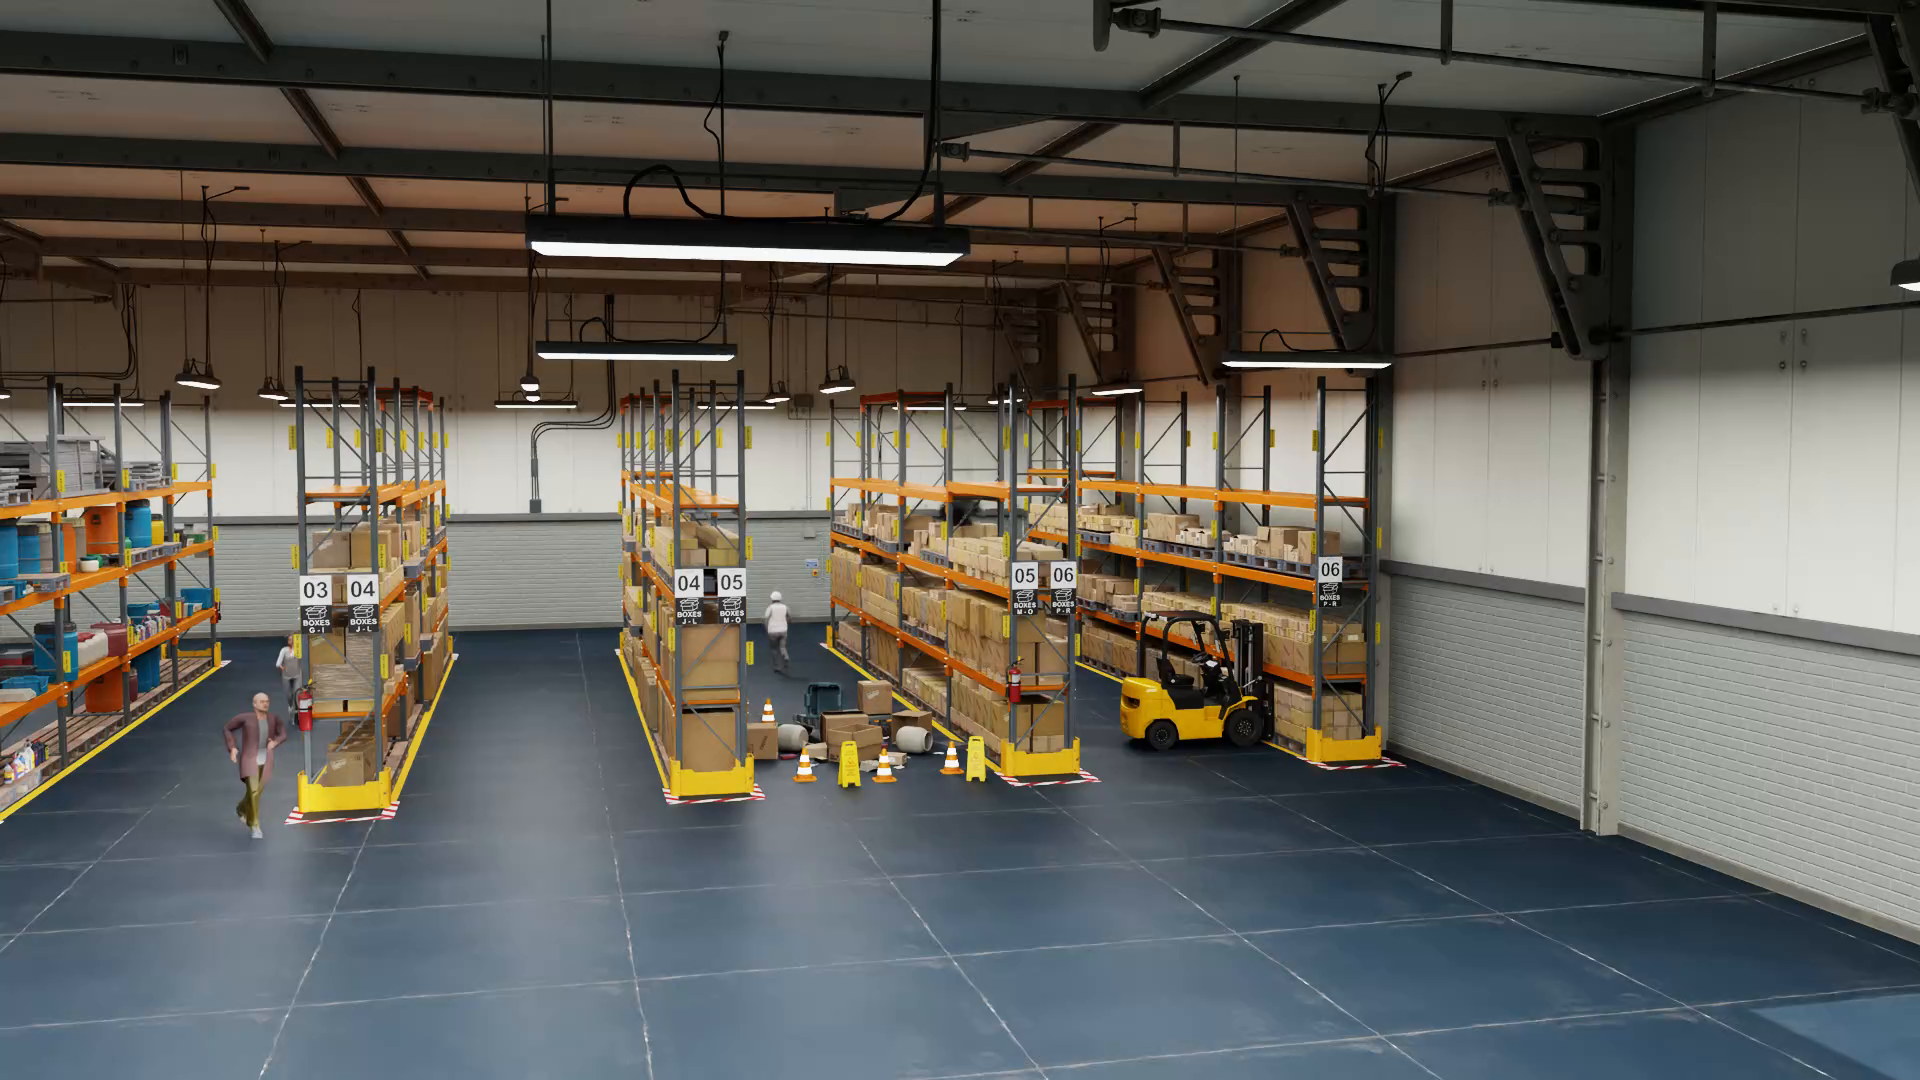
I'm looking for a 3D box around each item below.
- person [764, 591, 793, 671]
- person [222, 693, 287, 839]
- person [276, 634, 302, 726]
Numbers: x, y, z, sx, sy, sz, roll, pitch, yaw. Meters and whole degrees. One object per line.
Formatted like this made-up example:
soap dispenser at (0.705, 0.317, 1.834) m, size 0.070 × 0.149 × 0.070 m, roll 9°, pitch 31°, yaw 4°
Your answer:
person at (-3.925, 1.994, 35.900) m, size 0.683 × 1.766 × 0.915 m, roll -2°, pitch 4°, yaw -25°
person at (-9.013, 2.923, 21.321) m, size 0.893 × 1.750 × 0.720 m, roll 3°, pitch 5°, yaw 42°
person at (-11.802, 2.448, 29.419) m, size 0.538 × 1.590 × 0.847 m, roll -1°, pitch 4°, yaw -21°
